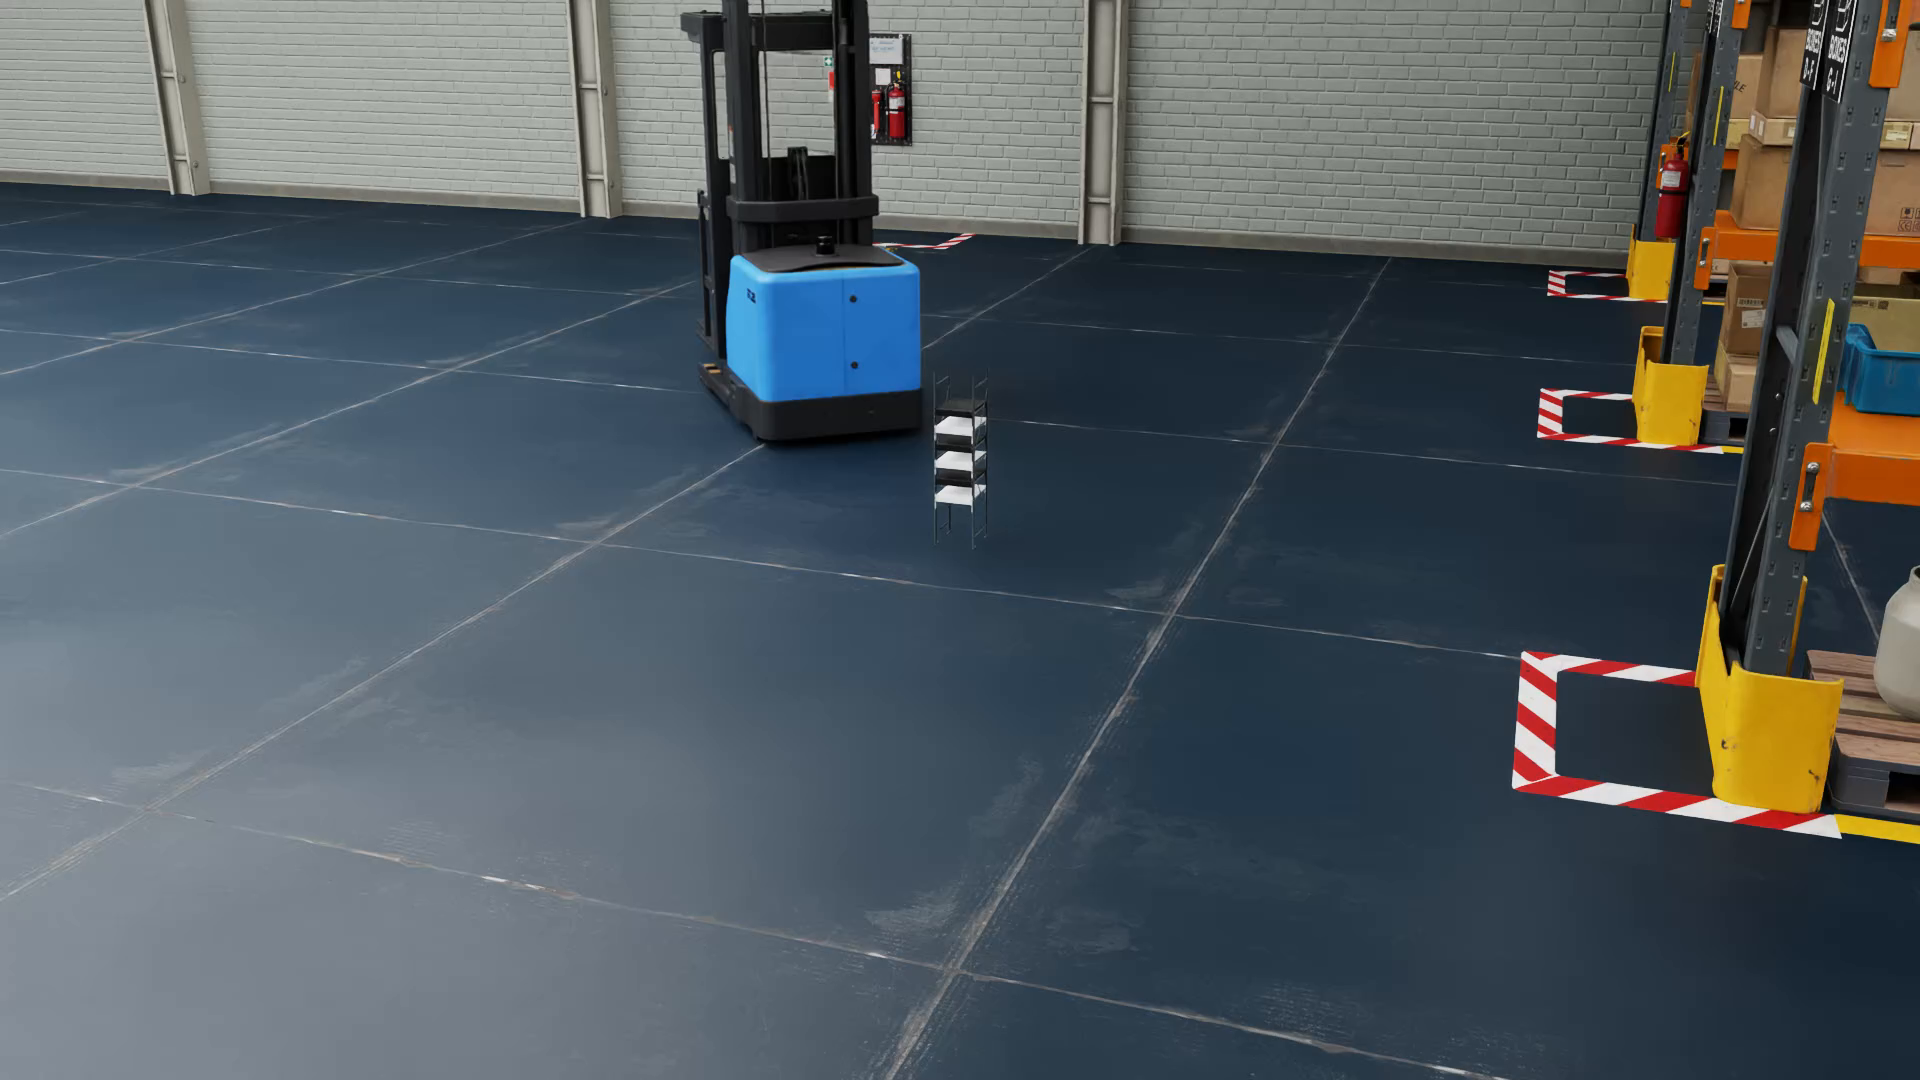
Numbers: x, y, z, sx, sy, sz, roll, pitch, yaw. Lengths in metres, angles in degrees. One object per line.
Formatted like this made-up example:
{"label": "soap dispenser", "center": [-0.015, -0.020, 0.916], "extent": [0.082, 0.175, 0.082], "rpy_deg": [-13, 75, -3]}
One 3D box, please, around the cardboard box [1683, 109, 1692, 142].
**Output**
{"label": "cardboard box", "center": [6.708, -3.672, 14.752], "extent": [0.500, 0.250, 0.500], "rpy_deg": [7, 20, 19]}

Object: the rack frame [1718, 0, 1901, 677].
{"label": "rack frame", "center": [2.952, -0.644, 5.866], "extent": [0.127, 3.000, 1.000], "rpy_deg": [7, 20, 18]}

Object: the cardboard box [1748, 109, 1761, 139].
{"label": "cardboard box", "center": [5.004, -2.555, 10.211], "extent": [0.250, 0.149, 0.380], "rpy_deg": [6, 20, 17]}

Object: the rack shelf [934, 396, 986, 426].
{"label": "rack shelf", "center": [0.008, -0.648, 8.348], "extent": [0.200, 0.077, 0.258], "rpy_deg": [7, 20, 18]}

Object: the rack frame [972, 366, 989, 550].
{"label": "rack frame", "center": [0.104, -0.413, 8.394], "extent": [0.006, 0.900, 0.240], "rpy_deg": [7, 20, 18]}

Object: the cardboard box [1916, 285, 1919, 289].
{"label": "cardboard box", "center": [5.964, -1.207, 9.881], "extent": [0.500, 0.500, 0.500], "rpy_deg": [7, 20, 18]}

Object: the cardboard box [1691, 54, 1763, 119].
{"label": "cardboard box", "center": [6.555, -3.872, 14.184], "extent": [0.500, 0.500, 0.500], "rpy_deg": [7, 20, 18]}

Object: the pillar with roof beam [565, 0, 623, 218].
{"label": "pillar with roof beam", "center": [-5.600, -6.708, 14.148], "extent": [0.400, 9.000, 9.100], "rpy_deg": [7, 20, 18]}

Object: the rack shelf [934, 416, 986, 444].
{"label": "rack shelf", "center": [0.008, -0.563, 8.377], "extent": [0.200, 0.077, 0.258], "rpy_deg": [7, 20, 18]}

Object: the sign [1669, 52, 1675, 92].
{"label": "sign", "center": [6.025, -3.964, 14.076], "extent": [0.005, 0.325, 0.100], "rpy_deg": [7, 20, 18]}

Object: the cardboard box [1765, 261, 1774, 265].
{"label": "cardboard box", "center": [7.365, -2.498, 14.601], "extent": [0.500, 0.311, 0.500], "rpy_deg": [8, 21, 23]}

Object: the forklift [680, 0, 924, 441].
{"label": "forklift", "center": [-1.196, -2.436, 11.113], "extent": [1.130, 2.935, 3.031], "rpy_deg": [-7, 20, -18]}

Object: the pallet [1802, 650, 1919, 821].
{"label": "pallet", "center": [3.804, 0.756, 6.086], "extent": [1.213, 0.211, 1.003], "rpy_deg": [7, 20, 18]}

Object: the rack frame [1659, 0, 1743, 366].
{"label": "rack frame", "center": [4.581, -2.183, 10.283], "extent": [0.127, 3.000, 1.000], "rpy_deg": [7, 20, 18]}

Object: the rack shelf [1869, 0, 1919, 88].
{"label": "rack shelf", "center": [4.841, -1.504, 4.871], "extent": [4.000, 0.370, 1.077], "rpy_deg": [7, 20, 18]}

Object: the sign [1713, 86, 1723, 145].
{"label": "sign", "center": [4.393, -2.458, 9.634], "extent": [0.005, 0.325, 0.100], "rpy_deg": [7, 20, 18]}

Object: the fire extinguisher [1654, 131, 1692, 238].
{"label": "fire extinguisher", "center": [4.621, -2.304, 10.746], "extent": [0.183, 0.674, 0.296], "rpy_deg": [7, 20, 18]}

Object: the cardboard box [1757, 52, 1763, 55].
{"label": "cardboard box", "center": [7.190, -3.974, 14.479], "extent": [0.500, 0.500, 0.500], "rpy_deg": [7, 20, 19]}

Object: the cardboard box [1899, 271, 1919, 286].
{"label": "cardboard box", "center": [6.134, -1.369, 10.345], "extent": [0.500, 0.500, 0.500], "rpy_deg": [7, 20, 18]}

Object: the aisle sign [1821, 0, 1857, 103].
{"label": "aisle sign", "center": [2.787, -1.788, 5.199], "extent": [0.004, 0.787, 0.394], "rpy_deg": [7, 20, 18]}

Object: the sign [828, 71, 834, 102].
{"label": "sign", "center": [-1.330, -4.953, 18.174], "extent": [0.234, 0.329, 0.001], "rpy_deg": [7, 20, 18]}

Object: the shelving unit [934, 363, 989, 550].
{"label": "shelving unit", "center": [0.008, -0.424, 8.426], "extent": [0.210, 0.900, 0.258], "rpy_deg": [7, 20, 18]}

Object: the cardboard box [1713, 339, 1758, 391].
{"label": "cardboard box", "center": [5.184, -1.117, 10.764], "extent": [0.500, 0.250, 0.500], "rpy_deg": [7, 20, 18]}

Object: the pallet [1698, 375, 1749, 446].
{"label": "pallet", "center": [5.317, -0.797, 10.542], "extent": [1.213, 0.211, 1.003], "rpy_deg": [7, 20, 18]}

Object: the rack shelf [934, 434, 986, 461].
{"label": "rack shelf", "center": [0.008, -0.478, 8.407], "extent": [0.200, 0.077, 0.258], "rpy_deg": [7, 20, 18]}

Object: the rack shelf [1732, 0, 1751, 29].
{"label": "rack shelf", "center": [6.470, -3.044, 9.288], "extent": [4.000, 0.370, 1.077], "rpy_deg": [7, 20, 18]}

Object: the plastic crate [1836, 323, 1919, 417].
{"label": "plastic crate", "center": [3.522, -0.612, 6.002], "extent": [0.616, 0.251, 0.499], "rpy_deg": [7, 20, 18]}

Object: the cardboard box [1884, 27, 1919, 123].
{"label": "cardboard box", "center": [5.566, -2.728, 9.722], "extent": [0.500, 0.500, 0.700], "rpy_deg": [6, 20, 17]}

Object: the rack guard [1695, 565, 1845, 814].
{"label": "rack guard", "center": [3.039, 0.530, 6.295], "extent": [0.348, 0.500, 1.175], "rpy_deg": [7, 20, 18]}

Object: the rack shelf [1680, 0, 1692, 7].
{"label": "rack shelf", "center": [8.092, -4.585, 13.707], "extent": [4.000, 0.370, 1.077], "rpy_deg": [7, 20, 18]}

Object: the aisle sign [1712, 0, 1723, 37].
{"label": "aisle sign", "center": [4.418, -3.323, 9.602], "extent": [0.004, 0.787, 0.394], "rpy_deg": [7, 20, 18]}

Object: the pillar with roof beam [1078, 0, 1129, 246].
{"label": "pillar with roof beam", "center": [0.067, -6.060, 12.289], "extent": [0.400, 9.000, 9.100], "rpy_deg": [7, 20, 18]}

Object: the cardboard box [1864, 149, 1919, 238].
{"label": "cardboard box", "center": [5.515, -2.121, 9.952], "extent": [0.500, 0.500, 0.700], "rpy_deg": [7, 20, 19]}

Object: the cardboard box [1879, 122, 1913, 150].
{"label": "cardboard box", "center": [5.366, -2.373, 9.688], "extent": [0.250, 0.149, 0.380], "rpy_deg": [7, 20, 18]}
